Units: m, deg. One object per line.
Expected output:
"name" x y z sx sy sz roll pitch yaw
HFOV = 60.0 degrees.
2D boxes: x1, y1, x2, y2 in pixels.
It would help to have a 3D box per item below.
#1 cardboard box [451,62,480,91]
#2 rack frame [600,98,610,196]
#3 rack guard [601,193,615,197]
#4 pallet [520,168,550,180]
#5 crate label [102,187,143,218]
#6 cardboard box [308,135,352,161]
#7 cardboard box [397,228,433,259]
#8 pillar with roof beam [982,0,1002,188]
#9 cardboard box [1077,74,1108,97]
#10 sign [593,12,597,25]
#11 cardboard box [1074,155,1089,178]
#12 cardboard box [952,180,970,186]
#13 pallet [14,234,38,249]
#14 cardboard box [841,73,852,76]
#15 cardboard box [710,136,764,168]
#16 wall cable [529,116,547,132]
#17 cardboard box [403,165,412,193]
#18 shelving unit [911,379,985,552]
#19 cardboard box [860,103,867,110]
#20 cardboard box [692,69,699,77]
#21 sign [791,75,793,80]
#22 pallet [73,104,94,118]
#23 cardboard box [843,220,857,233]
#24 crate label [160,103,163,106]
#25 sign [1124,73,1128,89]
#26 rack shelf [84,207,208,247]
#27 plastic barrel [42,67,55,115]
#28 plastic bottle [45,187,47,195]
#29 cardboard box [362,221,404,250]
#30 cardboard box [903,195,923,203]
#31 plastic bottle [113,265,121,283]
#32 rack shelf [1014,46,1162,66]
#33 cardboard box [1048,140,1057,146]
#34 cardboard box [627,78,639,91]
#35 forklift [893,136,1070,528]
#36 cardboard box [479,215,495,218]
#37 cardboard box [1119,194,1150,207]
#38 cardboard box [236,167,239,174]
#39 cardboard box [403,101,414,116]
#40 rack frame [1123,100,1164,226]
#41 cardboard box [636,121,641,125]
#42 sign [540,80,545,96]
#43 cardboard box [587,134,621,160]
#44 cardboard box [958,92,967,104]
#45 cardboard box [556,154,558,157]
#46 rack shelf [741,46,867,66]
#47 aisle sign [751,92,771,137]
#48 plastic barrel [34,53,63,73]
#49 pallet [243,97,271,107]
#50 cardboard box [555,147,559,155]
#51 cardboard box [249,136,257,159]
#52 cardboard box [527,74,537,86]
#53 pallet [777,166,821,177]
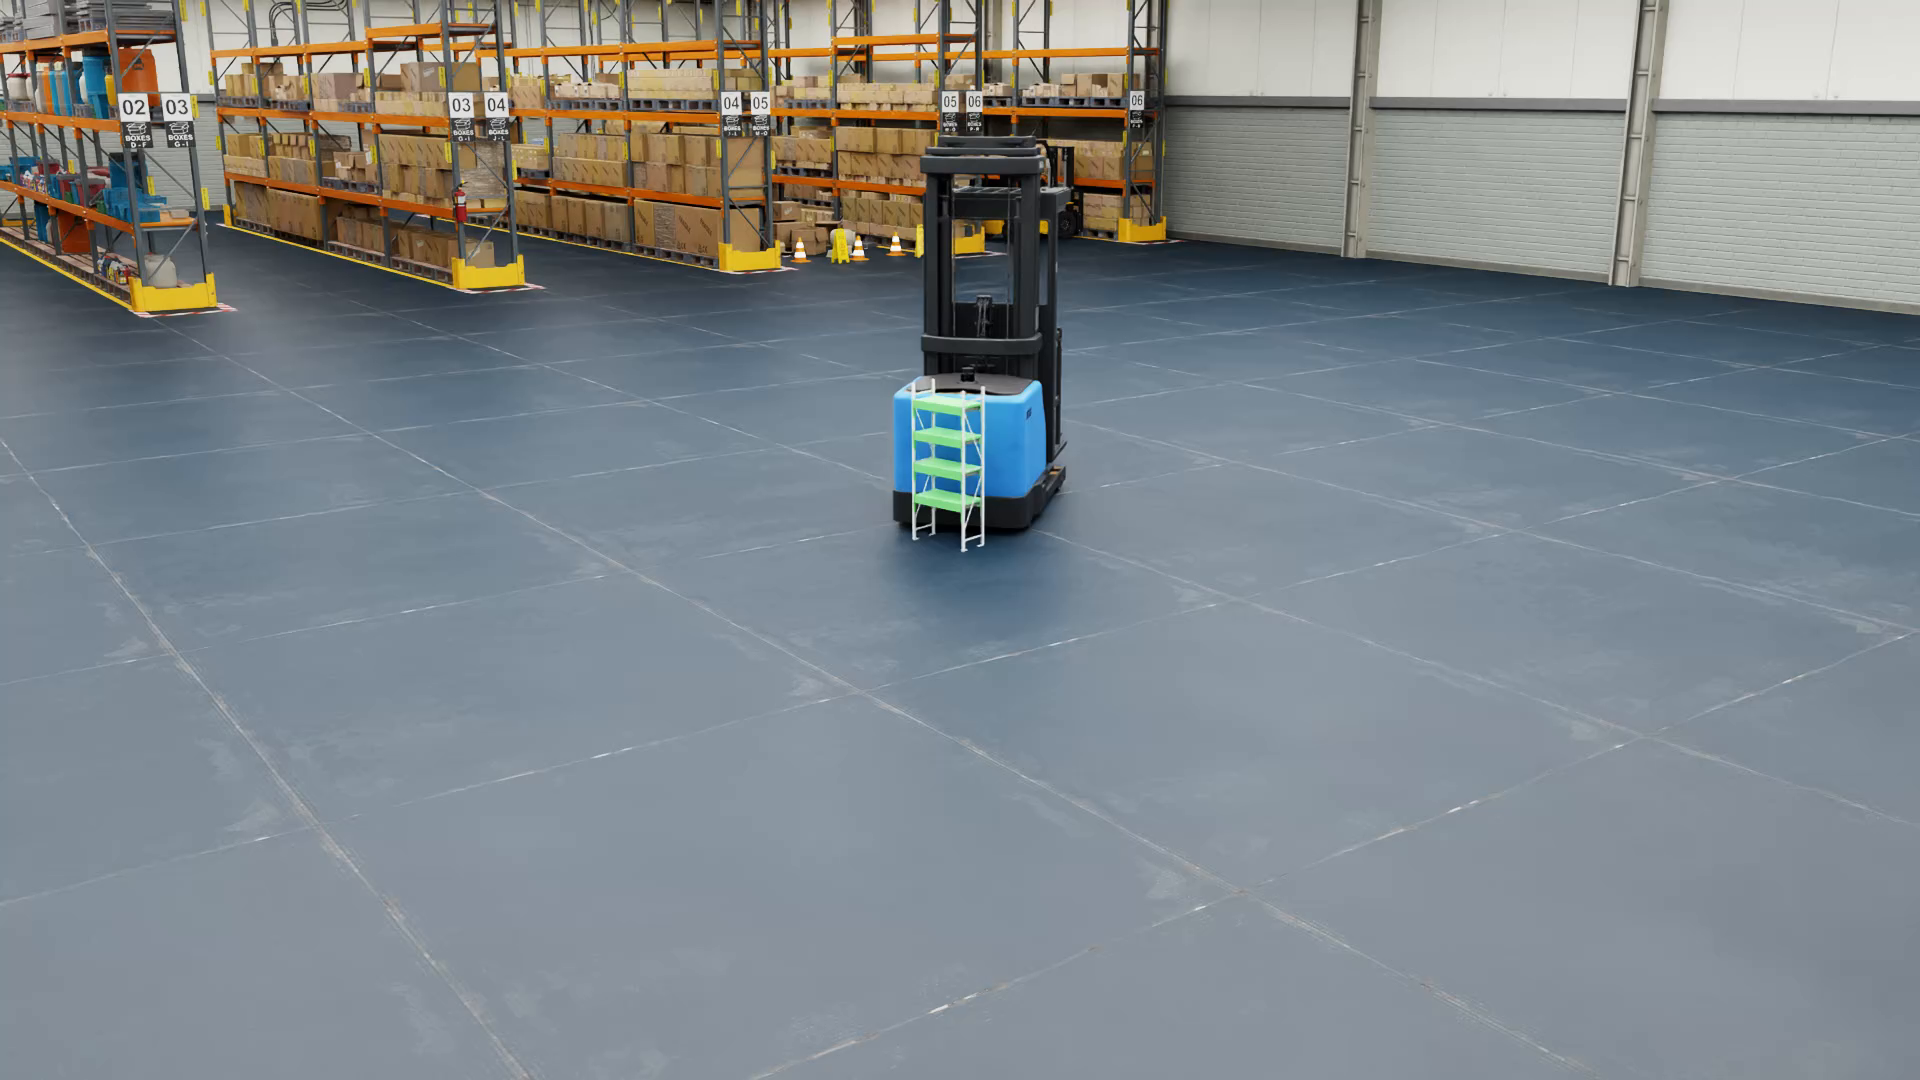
"cardboard box" -8.666 -8.021 28.818 0.500 0.500 0.500 -11 19 -35
"rack frame" -9.403 -10.737 46.124 1.000 3.000 0.127 -11 19 -35
"rack guard" -9.417 -9.537 46.473 1.175 0.500 0.348 -11 19 -35
"pallet" -9.149 -8.282 37.517 1.213 0.211 1.003 -11 19 -35
"crate label" -13.319 -5.382 26.490 0.502 0.435 0.616 -11 19 -35
"cardboard box" -13.132 -8.181 34.696 0.797 0.503 0.637 -10 18 -33
"cardboard box" -10.161 -5.542 31.081 0.500 0.500 0.500 -12 19 -36
"pillar with roof beam" -2.673 -11.887 38.961 9.100 9.000 0.400 -11 19 -35
"cardboard box" 3.038 -10.129 37.044 0.700 0.500 0.500 -11 19 -34
"sign" -9.856 -14.073 44.878 0.100 0.325 0.005 -11 19 -35
"cardboard box" 2.916 -8.426 37.490 0.500 0.500 0.500 -11 19 -36
"cardboard box" -0.028 -7.304 34.057 0.380 0.149 0.250 -11 19 -34
"pallet" -19.537 -6.382 35.494 1.003 0.211 1.213 -11 19 -35
"cardboard box" -3.144 -12.455 44.863 0.396 0.266 0.258 -11 19 -35
"cardboard box" -4.127 -7.209 30.904 0.875 0.550 0.550 -11 19 -35
"wall cable" -12.738 -12.443 50.372 0.585 1.953 0.123 -11 19 -35
"cardboard box" -9.508 -6.519 29.960 0.875 0.500 0.500 -11 19 -35
"shelving unit" -0.089 -0.556 12.334 0.503 1.200 0.258 13 20 39
"cardboard box" -1.904 -9.236 35.432 0.380 0.149 0.250 -10 18 -33
"cardboard box" -4.709 -8.619 30.684 0.380 0.149 0.250 -10 18 -34
"sign" -4.930 -13.464 48.728 0.100 0.325 0.005 -11 19 -35
"pallet" -13.867 -7.085 27.454 1.213 0.211 1.003 -11 19 -35
"cardboard box" -2.219 -6.883 36.456 0.500 0.250 0.500 -12 19 -37
"crate label" -12.851 -6.840 26.483 0.502 0.251 0.408 -11 19 -35
"sign" 3.570 -9.846 35.660 0.100 0.325 0.005 -11 19 -35
"rack shelf" -13.194 -5.094 26.867 1.077 0.370 4.000 -11 19 -35
"plastic barrel" -16.030 -8.027 29.727 0.600 0.830 0.708 -11 19 -35
"plastic bottle" -17.358 -6.674 31.654 0.097 0.201 0.097 0 15 0
"cardboard box" -11.302 -6.002 32.724 0.700 0.500 0.500 -13 20 -39
"cardboard box" -0.948 -7.070 34.489 0.380 0.149 0.250 -10 18 -33
"plastic bottle" -13.660 -4.324 27.018 0.152 0.276 0.135 -11 19 -36
"rack shelf" 2.841 -10.873 37.375 1.077 0.370 4.000 -11 19 -35
"cardboard box" 2.239 -9.119 38.232 0.380 0.149 0.250 -11 19 -35
"cardboard box" -6.231 -9.006 32.851 0.500 0.250 0.500 -11 19 -34
"forklift" 0.296 -1.846 13.769 1.130 2.935 3.031 3 16 12
"cardboard box" -11.502 -7.951 40.551 0.380 0.149 0.250 -11 19 -34
"cardboard box" 3.888 -7.582 37.117 0.500 0.250 0.500 -11 19 -35
"cardboard box" -16.872 -8.732 39.272 0.380 0.149 0.250 -11 19 -36
"cardboard box" -9.391 -7.544 29.059 0.500 0.250 0.500 -11 19 -35
"rack frame" 4.017 -8.092 36.459 1.000 3.000 0.127 -11 19 -35
"cardboard box" -8.347 -11.076 44.049 0.380 0.149 0.250 -11 19 -35
"sign" -9.084 -9.851 36.226 0.100 0.325 0.005 -11 19 -35
"cardboard box" -7.486 -8.346 35.304 0.700 0.500 0.500 -11 19 -35
"cardboard box" -0.076 -8.987 33.769 0.500 0.250 0.500 -11 19 -36
"cardboard box" -8.927 -8.656 37.636 0.380 0.149 0.250 -10 18 -32
"rack shelf" -3.524 -10.955 37.678 1.077 0.370 4.000 -11 19 -35
"aisle sign" -3.656 -7.816 30.527 0.394 0.787 0.004 -11 19 -35
"plastic barrel" -17.946 -9.126 32.812 0.600 0.901 0.708 -11 19 -35
"pallet" -15.540 -9.925 37.643 1.003 0.211 1.213 -11 19 -35
"cardboard box" -8.919 -8.793 37.574 0.380 0.149 0.250 -11 19 -36
"cardboard box" -15.845 -8.942 37.865 0.500 0.500 0.500 -11 19 -34
"cardboard box" -9.406 -10.256 37.046 0.396 0.266 0.258 -11 19 -35
"pallet" -3.502 -8.520 38.387 1.003 0.211 1.213 -11 19 -35
